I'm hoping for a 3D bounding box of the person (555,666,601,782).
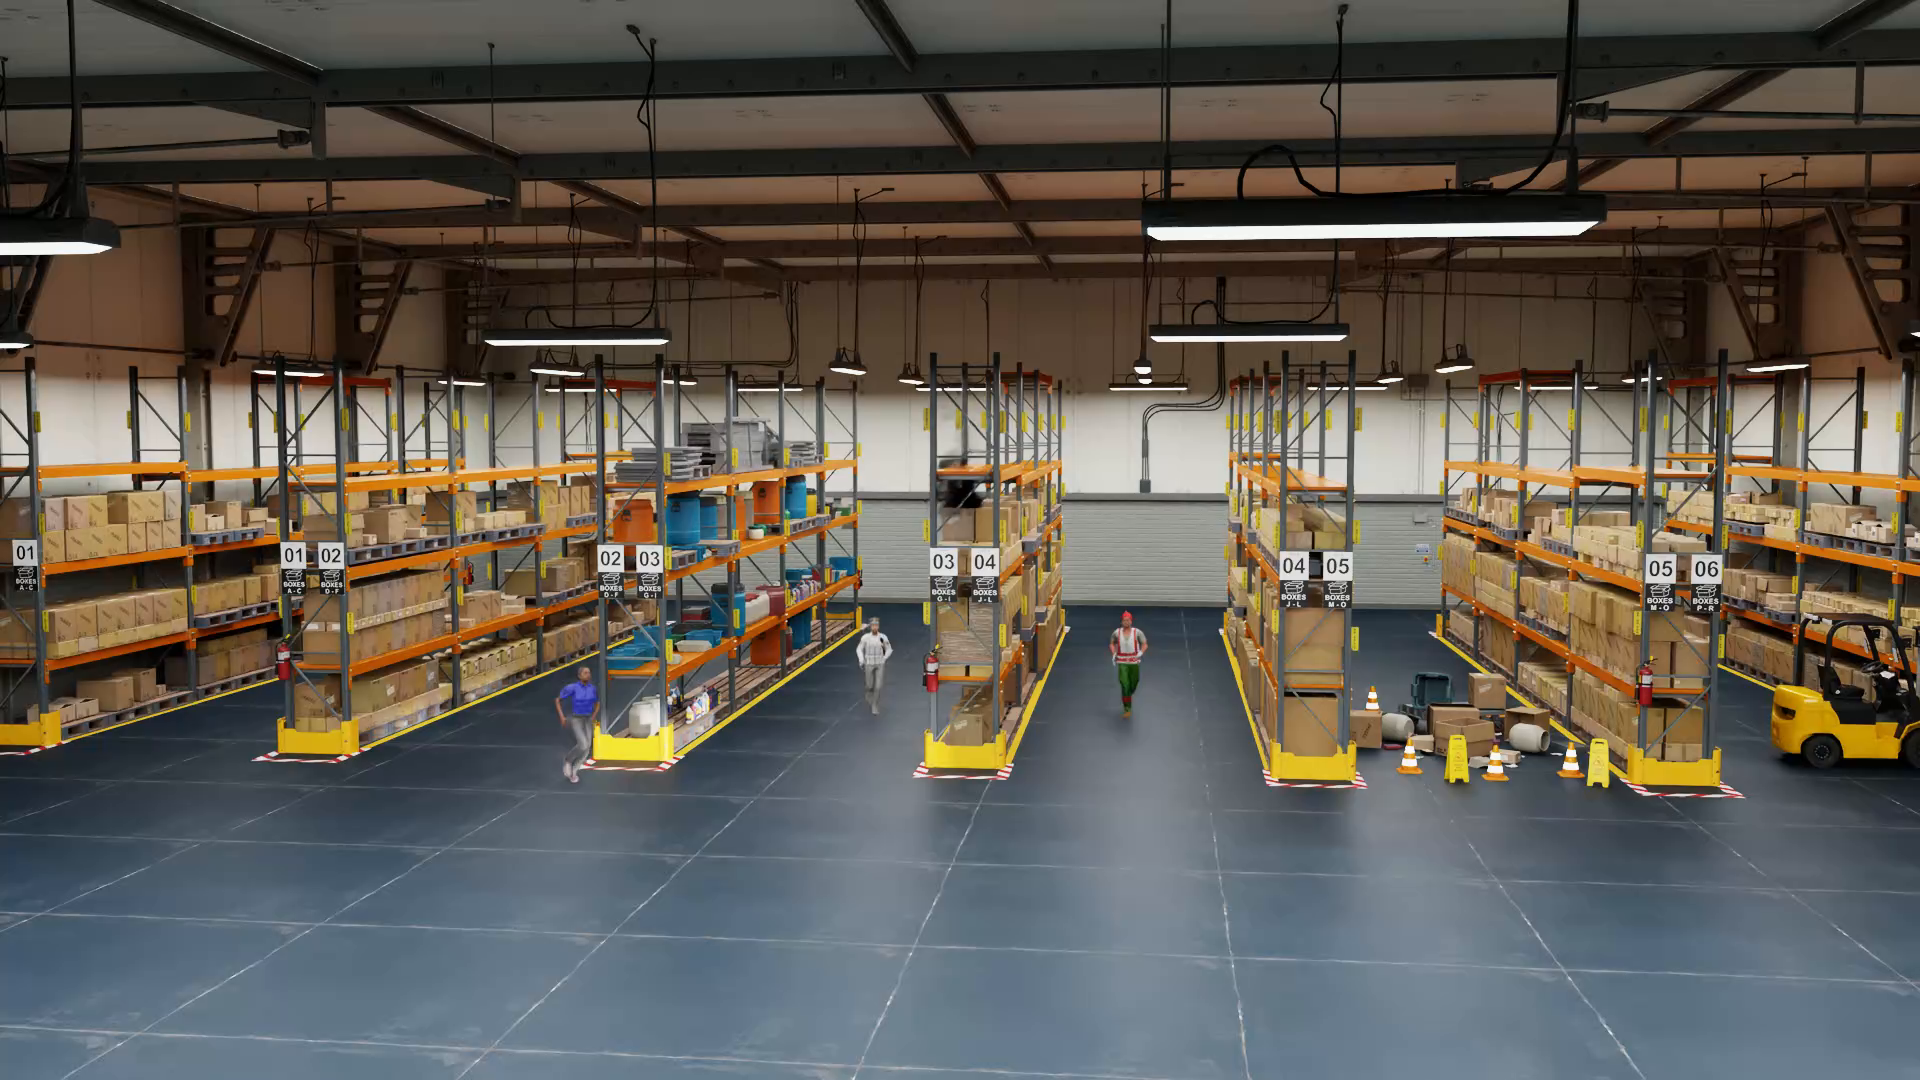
[{"bbox_3d":[-5.267,2.583,23.239,0.528,1.597,0.580,4,5,41],"label":"person"}]

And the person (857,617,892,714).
[{"bbox_3d":[-1.475,2.154,28.749,0.616,1.660,0.554,0,4,-6],"label":"person"}]

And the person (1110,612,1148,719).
[{"bbox_3d":[2.877,2.118,28.407,0.647,1.778,0.803,0,4,6],"label":"person"}]
